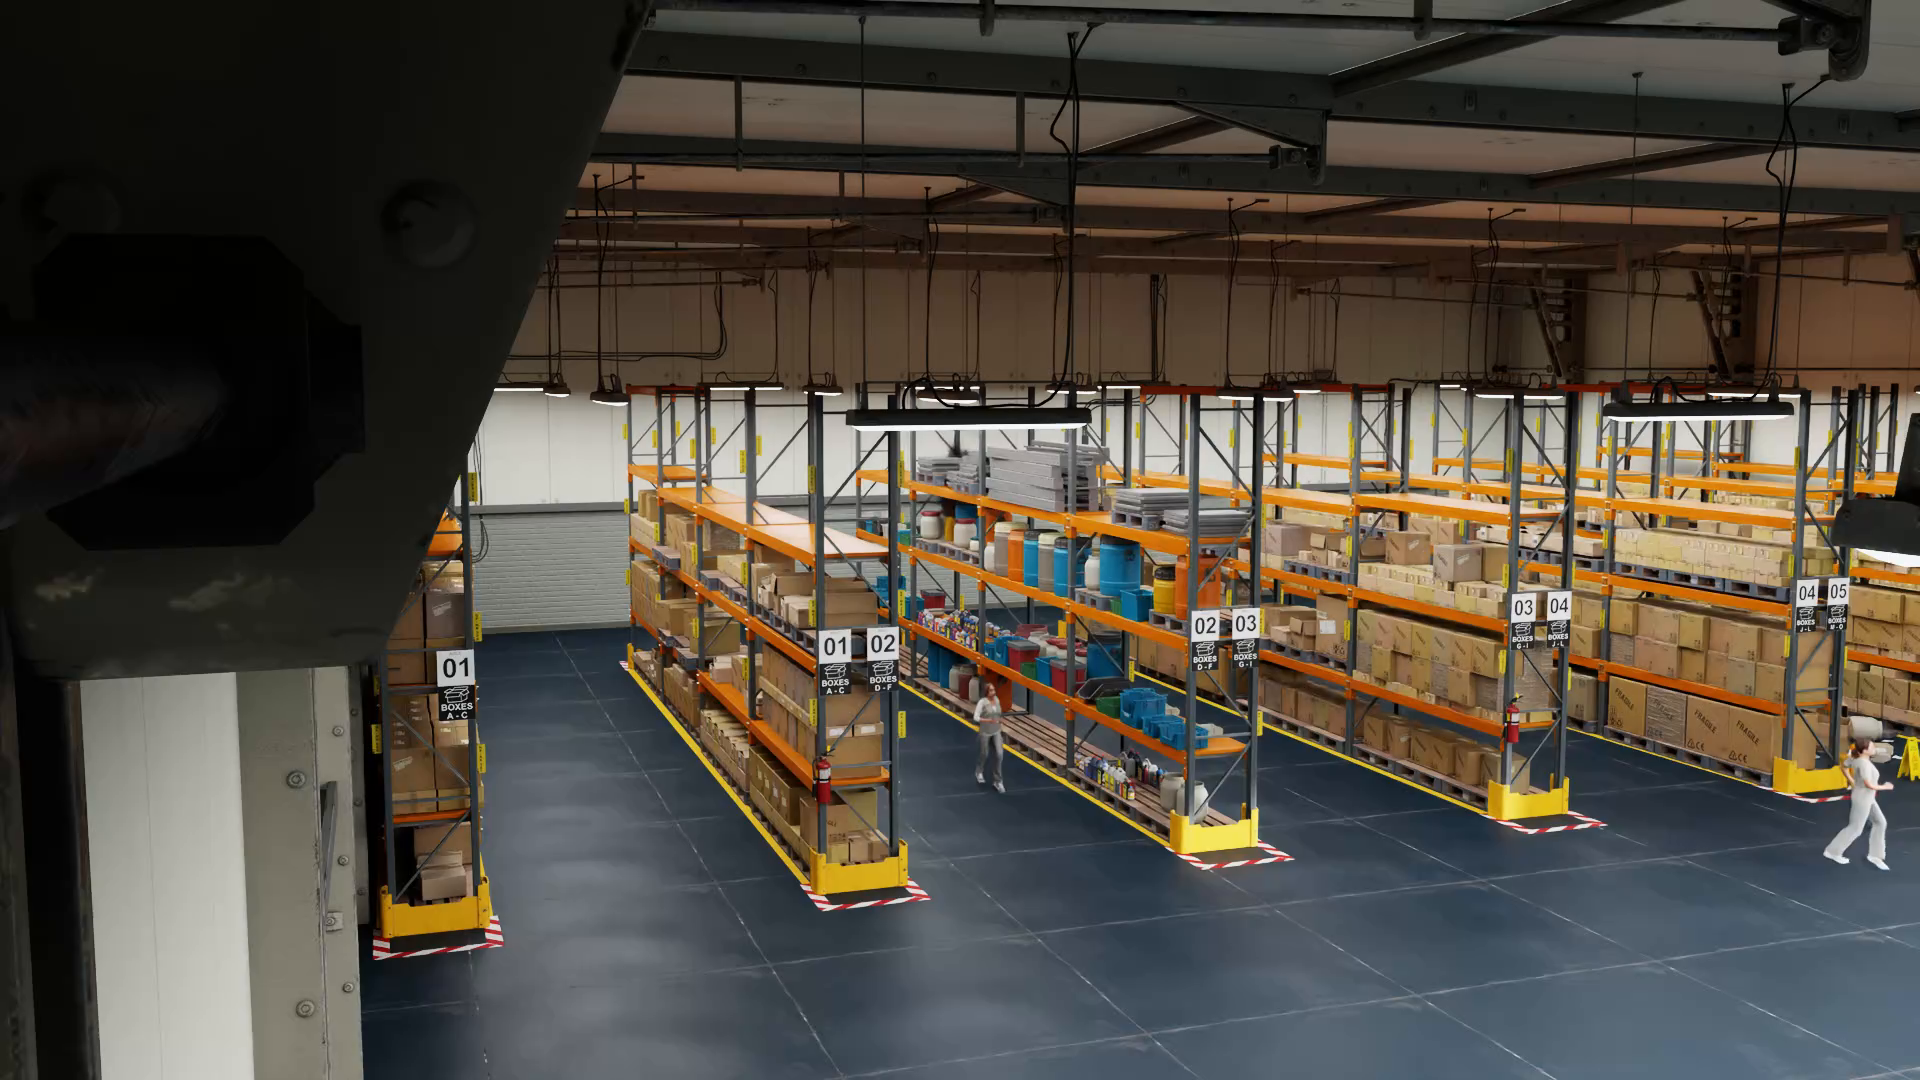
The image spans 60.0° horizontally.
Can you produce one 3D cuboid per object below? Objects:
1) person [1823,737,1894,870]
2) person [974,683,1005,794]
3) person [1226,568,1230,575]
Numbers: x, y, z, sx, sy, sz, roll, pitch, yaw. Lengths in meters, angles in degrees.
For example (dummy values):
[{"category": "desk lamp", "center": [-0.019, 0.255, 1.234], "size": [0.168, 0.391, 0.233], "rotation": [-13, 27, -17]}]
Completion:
[{"category": "person", "center": [11.399, 3.338, 21.068], "size": [0.773, 1.714, 0.570], "rotation": [2, 6, 22]}, {"category": "person", "center": [0.422, 2.943, 25.030], "size": [0.528, 1.631, 0.751], "rotation": [-3, 6, -23]}, {"category": "person", "center": [6.181, 1.495, 38.724], "size": [0.754, 1.696, 0.687], "rotation": [-2, 6, -20]}]
